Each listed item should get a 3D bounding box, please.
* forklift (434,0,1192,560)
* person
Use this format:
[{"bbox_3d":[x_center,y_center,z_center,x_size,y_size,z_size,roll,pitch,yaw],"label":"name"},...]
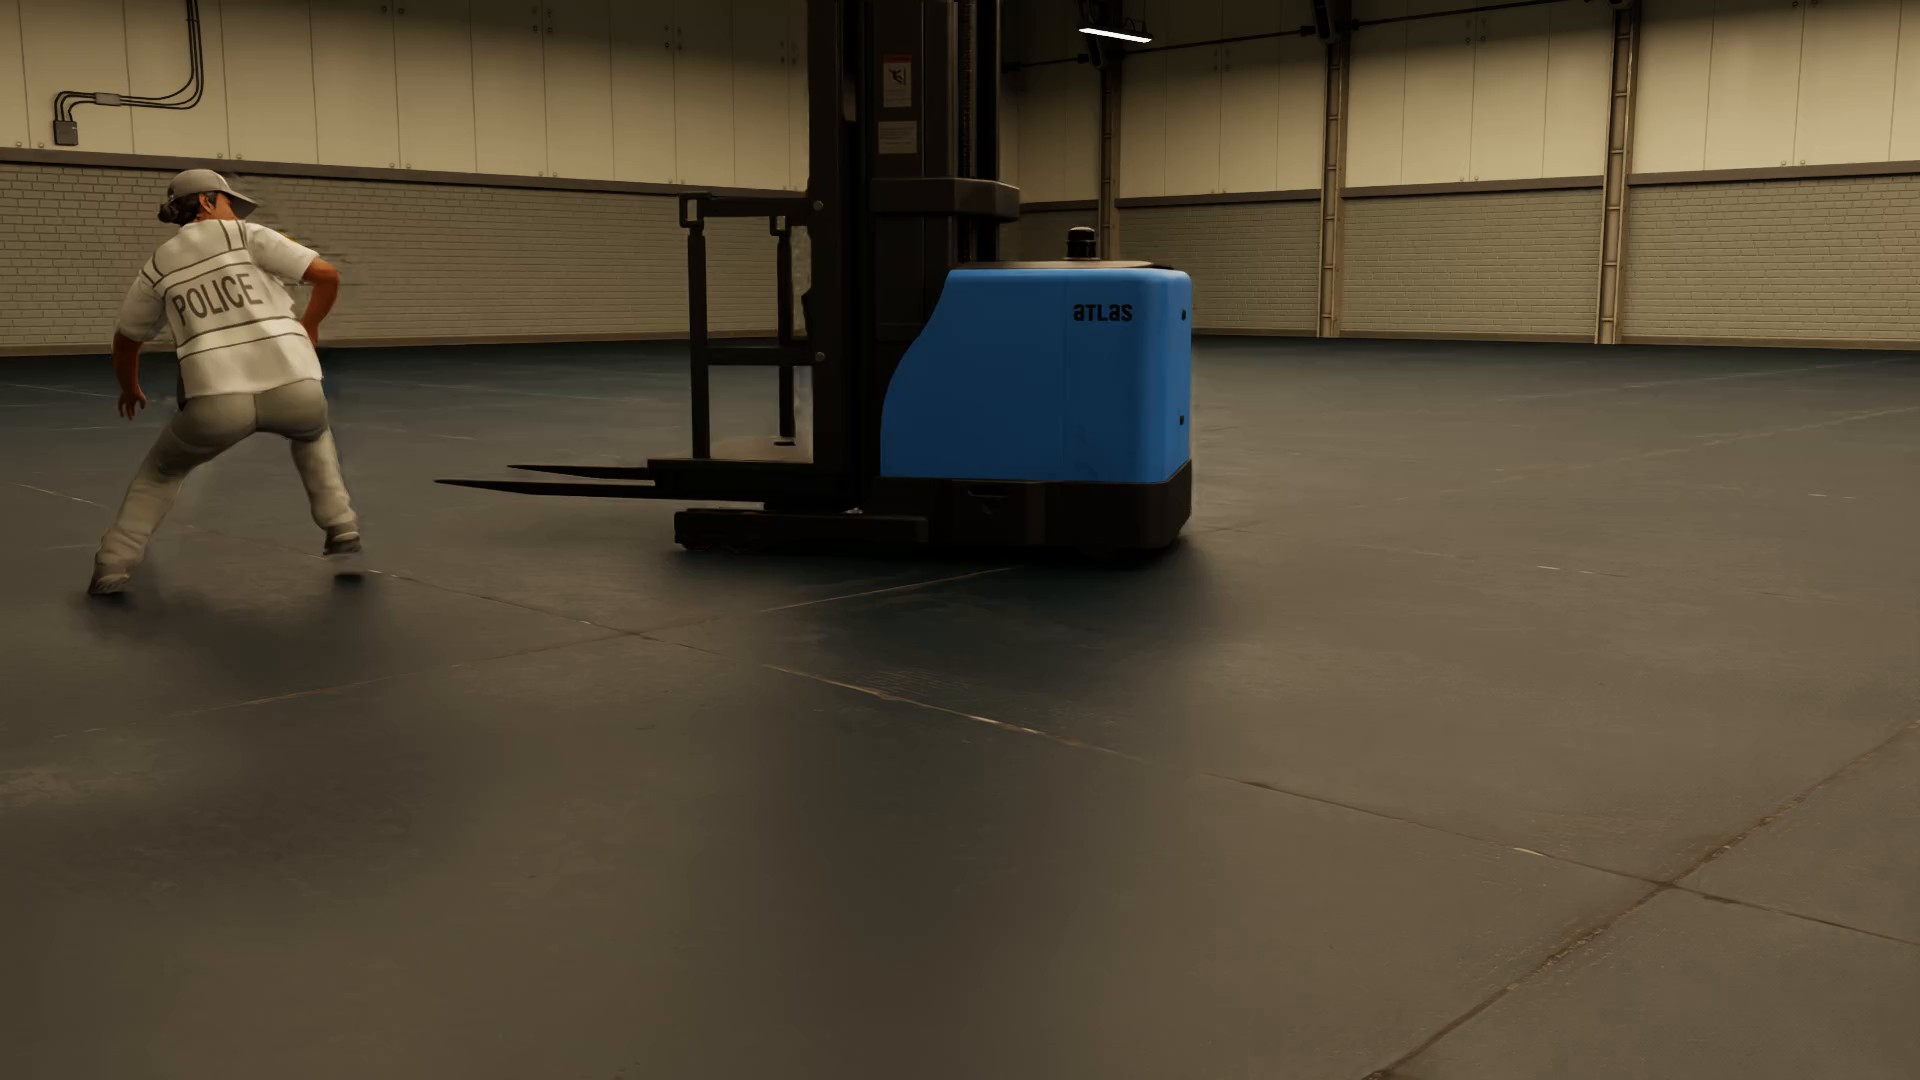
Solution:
[{"bbox_3d":[-0.619,-1.468,6.626,3.031,2.935,1.130,2,9,13],"label":"forklift"},{"bbox_3d":[-2.526,-0.518,5.631,0.882,1.452,0.778,-3,9,-21],"label":"person"}]
